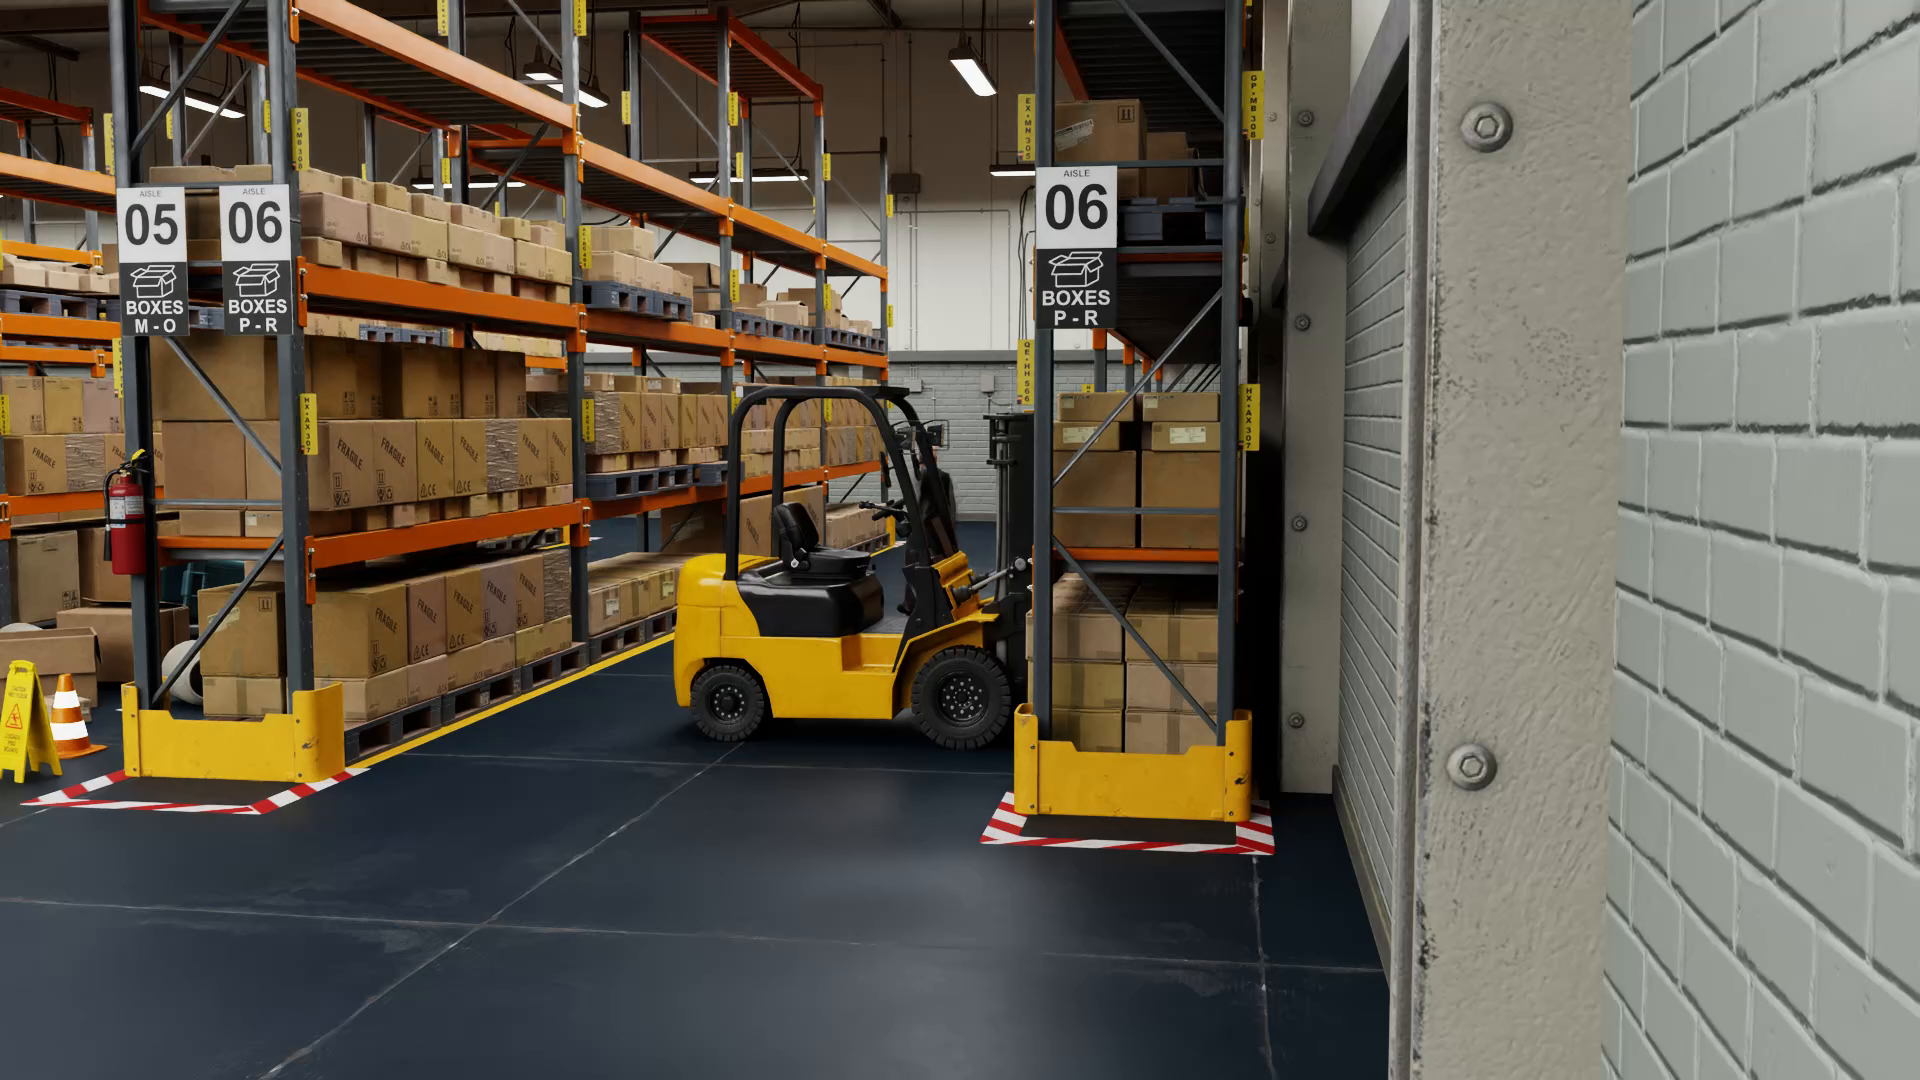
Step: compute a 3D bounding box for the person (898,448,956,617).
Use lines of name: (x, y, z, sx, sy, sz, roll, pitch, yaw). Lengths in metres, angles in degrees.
person: (-0.281, -0.071, 15.931, 0.553, 1.676, 1.033, -2, 5, -22)
